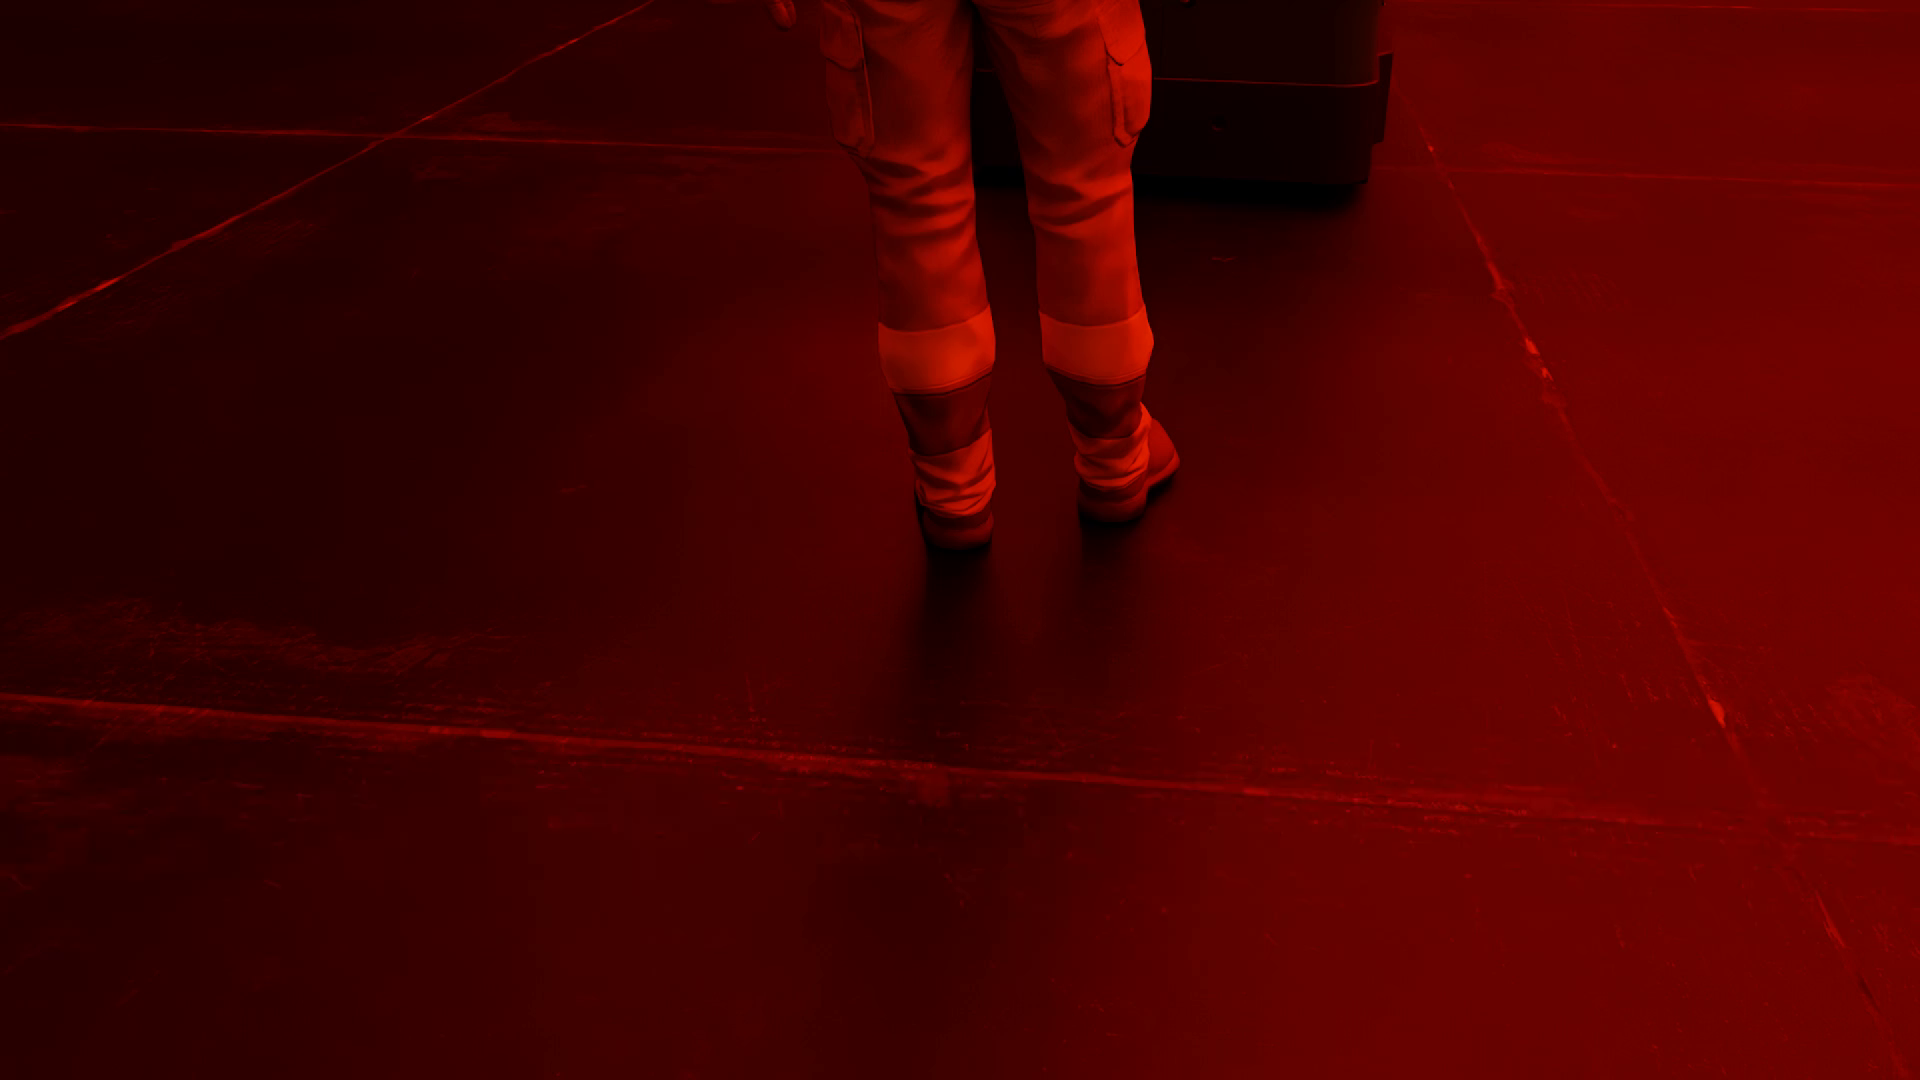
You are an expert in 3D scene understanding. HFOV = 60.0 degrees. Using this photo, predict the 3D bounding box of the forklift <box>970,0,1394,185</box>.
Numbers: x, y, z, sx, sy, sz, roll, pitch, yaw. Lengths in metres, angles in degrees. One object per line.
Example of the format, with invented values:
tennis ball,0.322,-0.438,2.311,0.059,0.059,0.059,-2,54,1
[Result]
forklift,0.813,-2.822,4.874,1.130,2.935,3.031,6,27,11

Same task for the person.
person,0.023,-0.842,2.167,0.637,1.787,0.564,3,27,7
